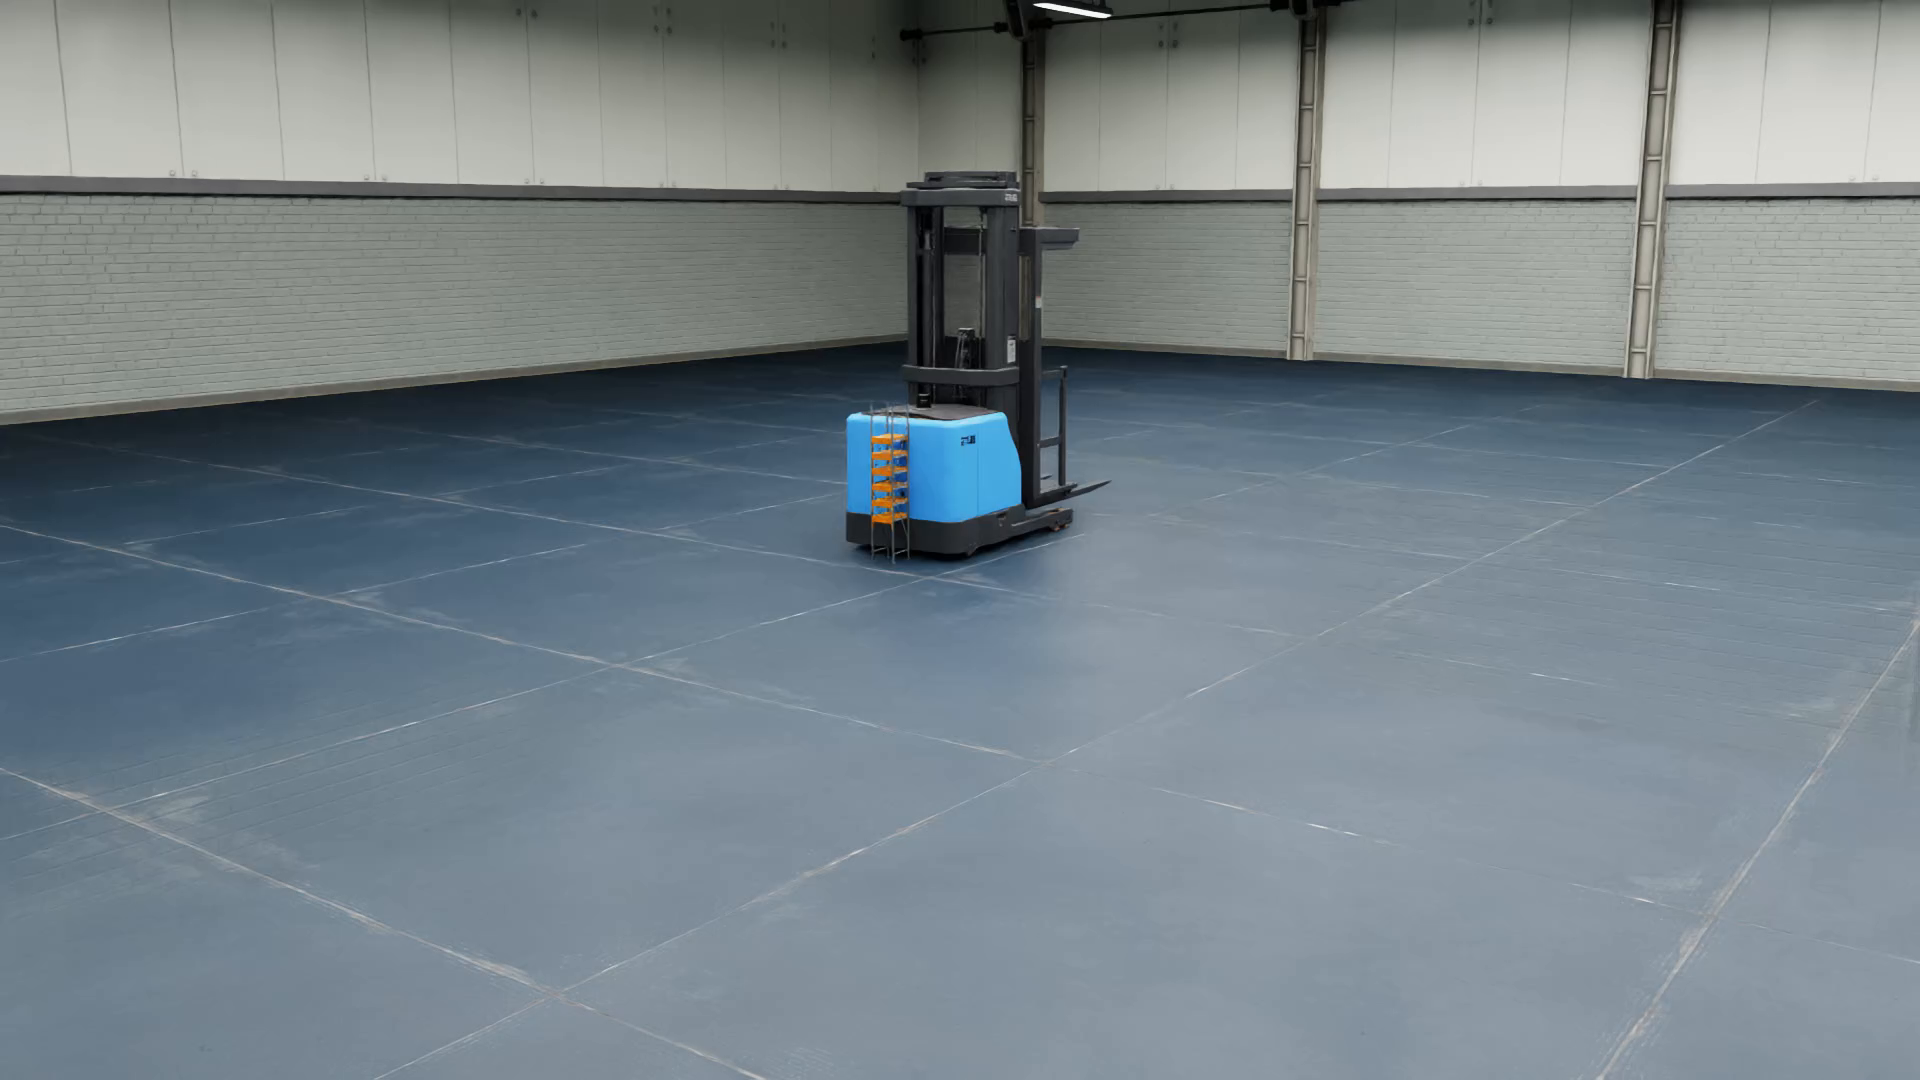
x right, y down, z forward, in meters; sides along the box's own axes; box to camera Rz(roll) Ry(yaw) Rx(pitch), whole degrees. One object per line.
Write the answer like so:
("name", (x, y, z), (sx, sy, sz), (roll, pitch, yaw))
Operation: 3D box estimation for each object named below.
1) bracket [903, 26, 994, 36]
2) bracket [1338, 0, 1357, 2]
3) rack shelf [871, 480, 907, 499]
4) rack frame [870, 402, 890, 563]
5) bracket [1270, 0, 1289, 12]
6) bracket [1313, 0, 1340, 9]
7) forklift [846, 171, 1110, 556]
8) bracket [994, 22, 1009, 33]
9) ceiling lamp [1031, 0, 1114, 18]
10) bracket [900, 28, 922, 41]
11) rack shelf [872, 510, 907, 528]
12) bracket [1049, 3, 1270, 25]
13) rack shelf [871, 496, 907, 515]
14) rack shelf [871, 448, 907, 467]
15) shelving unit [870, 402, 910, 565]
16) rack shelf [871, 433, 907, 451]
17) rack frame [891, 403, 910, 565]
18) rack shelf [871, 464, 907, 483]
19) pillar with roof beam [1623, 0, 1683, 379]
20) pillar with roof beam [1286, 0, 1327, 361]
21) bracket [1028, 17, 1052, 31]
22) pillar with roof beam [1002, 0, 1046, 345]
("bracket", (-0.528, -10.387, 34.050), (3.189, 0.066, 0.076), (8, 13, 36))
("bracket", (8.488, -9.129, 27.549), (4.783, 0.066, 0.076), (8, 13, 36))
("rack shelf", (-0.528, -0.385, 12.595), (0.180, 0.103, 0.258), (6, 13, 29))
("rack frame", (-0.607, -0.437, 12.632), (0.006, 1.200, 0.240), (6, 13, 29))
("bracket", (5.742, -9.512, 29.529), (0.430, 0.232, 0.235), (8, 13, 36))
("bracket", (6.412, -9.419, 29.047), (0.430, 0.232, 0.235), (8, 13, 36))
("forklift", (0.299, -1.552, 13.835), (1.130, 2.935, 3.031), (7, 13, 31))
("bracket", (0.906, -10.187, 33.016), (0.430, 0.232, 0.235), (8, 13, 36))
("ceiling lamp", (1.629, -10.099, 26.672), (0.800, 3.185, 2.000), (8, 13, 36))
("bracket", (-1.004, -10.453, 34.393), (0.430, 0.232, 0.235), (8, 13, 36))
("rack shelf", (-0.528, -0.149, 12.641), (0.180, 0.103, 0.258), (6, 13, 29))
("bracket", (3.652, -9.804, 31.036), (4.783, 0.066, 0.076), (8, 13, 36))
("rack shelf", (-0.528, -0.267, 12.618), (0.180, 0.103, 0.258), (6, 13, 29))
("rack shelf", (-0.528, -0.621, 12.550), (0.180, 0.103, 0.258), (6, 13, 29))
("shelving unit", (-0.528, -0.429, 12.587), (0.189, 1.200, 0.258), (6, 13, 29))
("rack shelf", (-0.528, -0.739, 12.527), (0.180, 0.103, 0.258), (6, 13, 29))
("rack frame", (-0.449, -0.420, 12.542), (0.006, 1.200, 0.240), (6, 13, 29))
("rack shelf", (-0.528, -0.503, 12.573), (0.180, 0.103, 0.258), (6, 13, 29))
("pillar with roof beam", (8.575, -6.419, 23.017), (0.400, 9.000, 9.100), (8, 13, 36))
("pillar with roof beam", (3.739, -7.093, 26.504), (0.548, 9.000, 9.100), (8, 13, 36))
("bracket", (1.575, -10.093, 32.533), (0.430, 0.232, 0.235), (8, 13, 36))
("pillar with roof beam", (-1.097, -7.768, 29.991), (0.548, 9.000, 9.100), (8, 13, 36))
